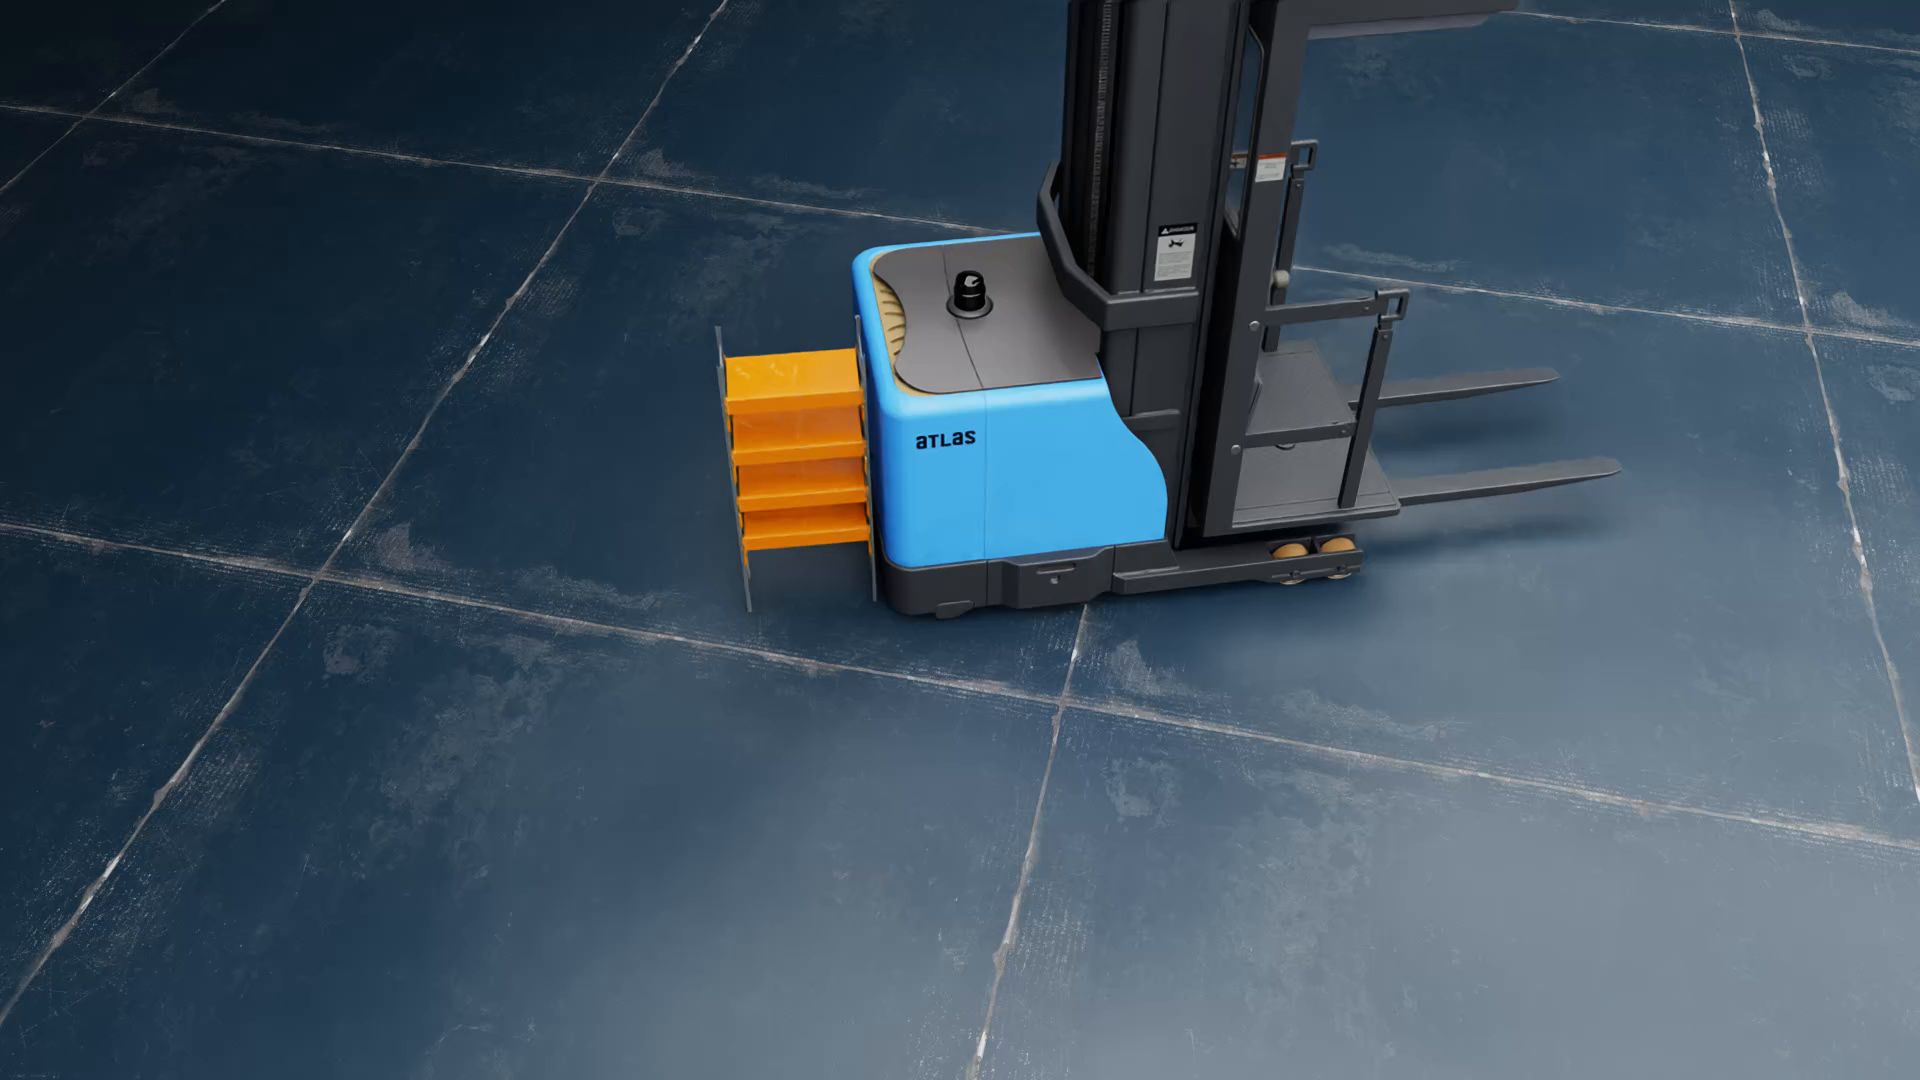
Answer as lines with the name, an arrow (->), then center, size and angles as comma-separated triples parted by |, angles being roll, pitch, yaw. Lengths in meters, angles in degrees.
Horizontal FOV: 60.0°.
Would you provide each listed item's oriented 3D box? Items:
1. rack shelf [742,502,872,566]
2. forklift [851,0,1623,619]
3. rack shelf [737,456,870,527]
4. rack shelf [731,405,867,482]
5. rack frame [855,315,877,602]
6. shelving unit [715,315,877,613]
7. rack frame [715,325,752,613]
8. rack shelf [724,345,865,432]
rack shelf -> -0.588, -0.062, 6.332 | 0.480, 0.148, 0.258 | -5, 44, -5
forklift -> 1.136, -1.237, 5.922 | 3.031, 2.935, 1.130 | -7, 44, -7
rack shelf -> -0.588, -0.205, 6.194 | 0.480, 0.148, 0.258 | -5, 44, -5
rack shelf -> -0.588, -0.366, 6.039 | 0.480, 0.148, 0.258 | -5, 44, -5
rack frame -> -0.346, -0.274, 6.169 | 0.015, 1.200, 0.240 | -5, 44, -5
shelving unit -> -0.588, -0.253, 6.148 | 0.503, 1.200, 0.258 | -5, 44, -5
rack frame -> -0.830, -0.233, 6.126 | 0.015, 1.200, 0.240 | -5, 44, -5
rack shelf -> -0.588, -0.536, 5.875 | 0.480, 0.148, 0.258 | -5, 44, -5
